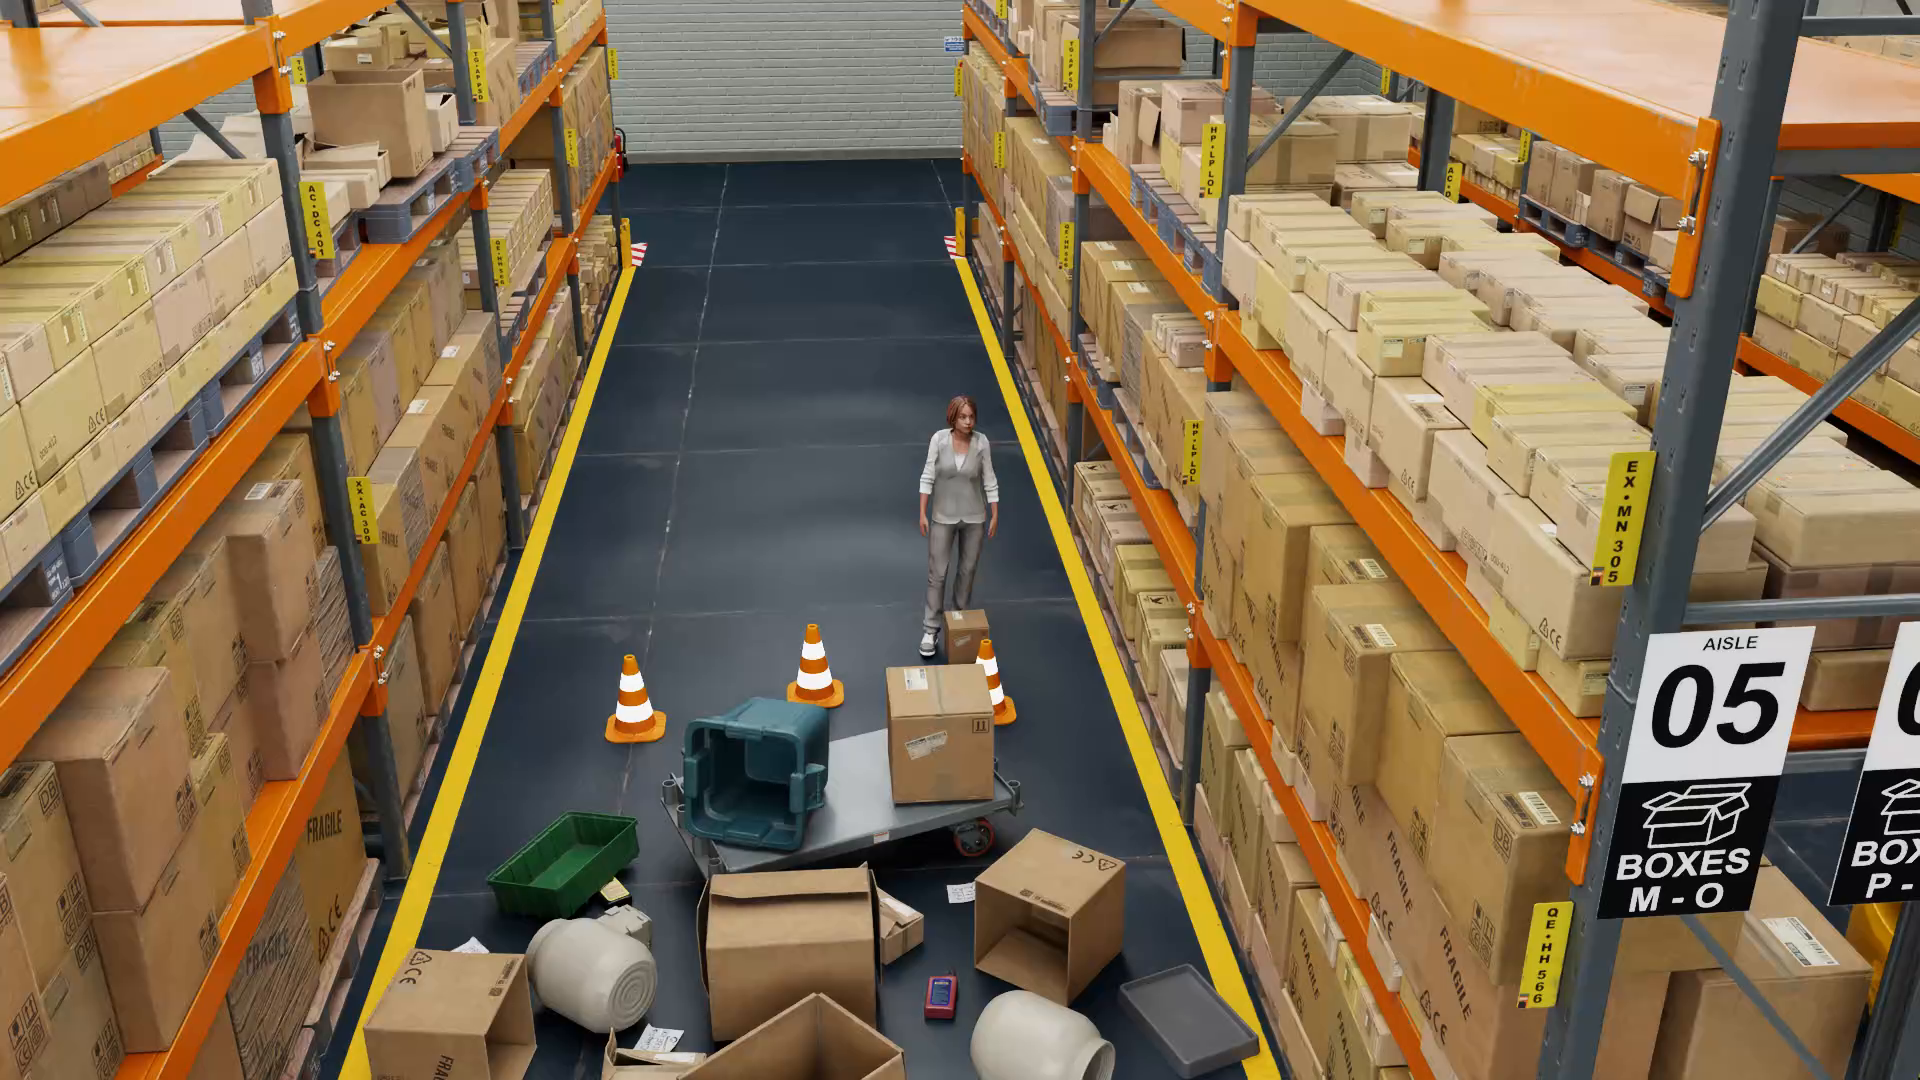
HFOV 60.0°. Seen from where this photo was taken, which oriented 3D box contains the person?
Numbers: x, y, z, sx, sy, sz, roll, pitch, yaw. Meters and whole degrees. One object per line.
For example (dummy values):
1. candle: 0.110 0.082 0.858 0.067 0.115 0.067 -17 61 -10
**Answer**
1. person: -0.011 -0.083 10.295 0.521 1.585 0.472 -2 24 -5
